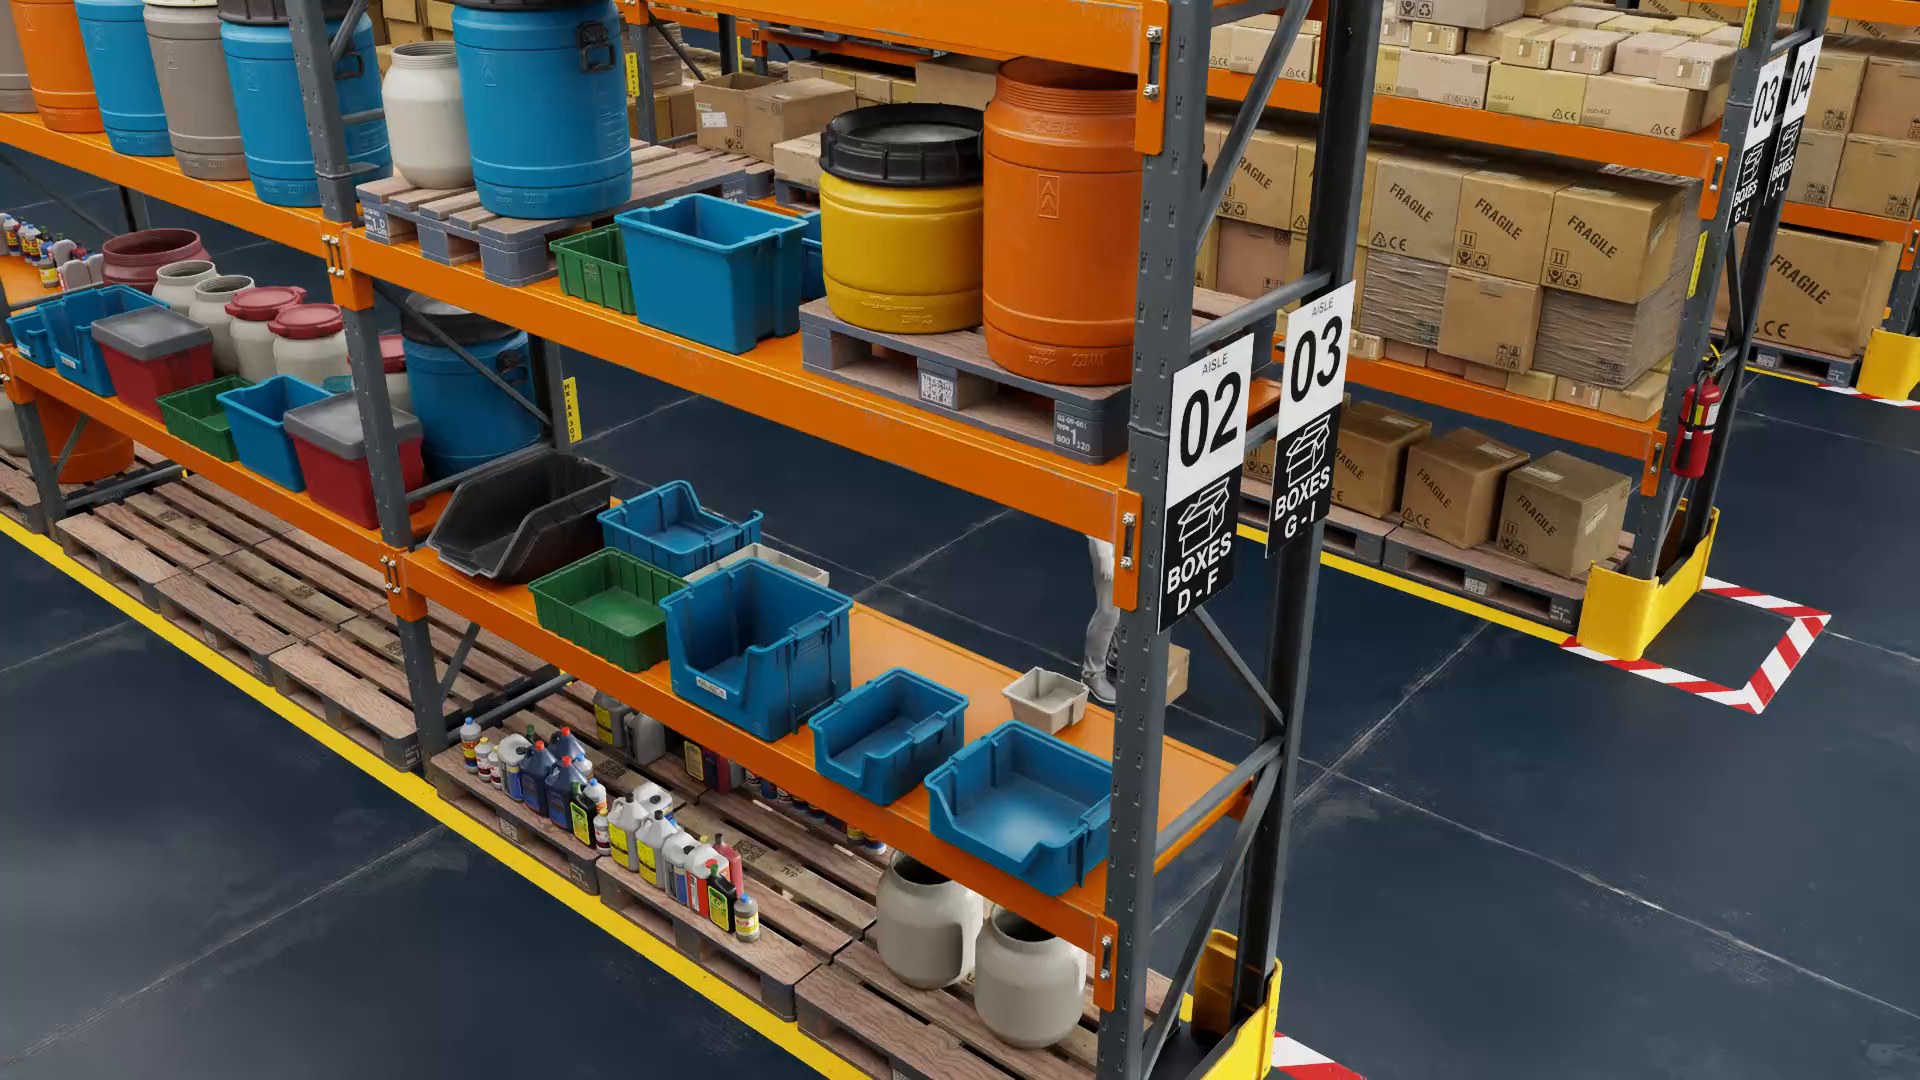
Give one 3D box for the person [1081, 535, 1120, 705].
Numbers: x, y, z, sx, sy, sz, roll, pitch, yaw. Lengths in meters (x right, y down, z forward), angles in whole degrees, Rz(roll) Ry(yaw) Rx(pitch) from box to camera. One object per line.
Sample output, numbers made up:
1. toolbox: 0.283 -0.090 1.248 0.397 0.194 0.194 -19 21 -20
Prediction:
1. person: 0.851 0.003 8.607 0.369 1.667 0.547 19 33 32
